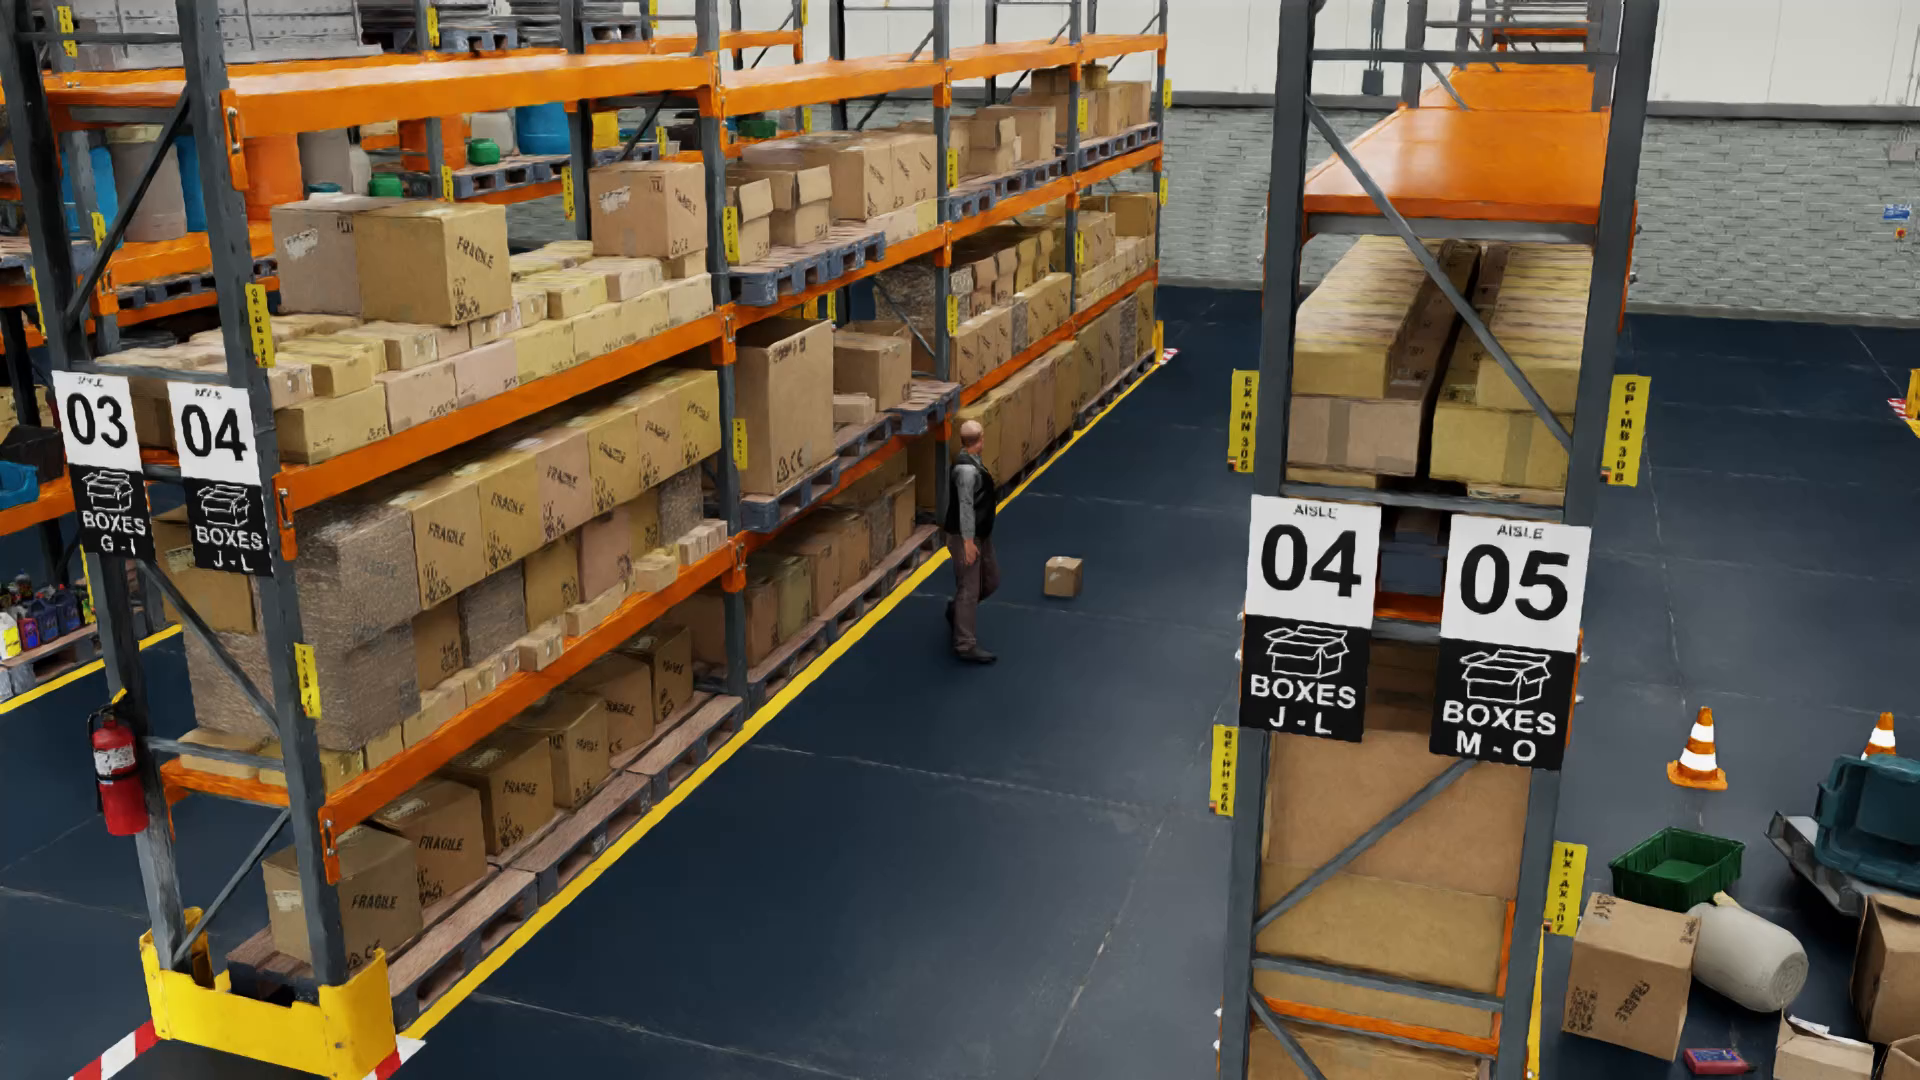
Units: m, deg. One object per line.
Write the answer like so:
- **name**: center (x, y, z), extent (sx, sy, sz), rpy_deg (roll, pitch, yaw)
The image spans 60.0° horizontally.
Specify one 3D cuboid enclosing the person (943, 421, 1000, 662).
- **person**: center (0.084, -0.016, 12.187), extent (0.502, 1.688, 0.673), rpy_deg (4, 19, 12)
